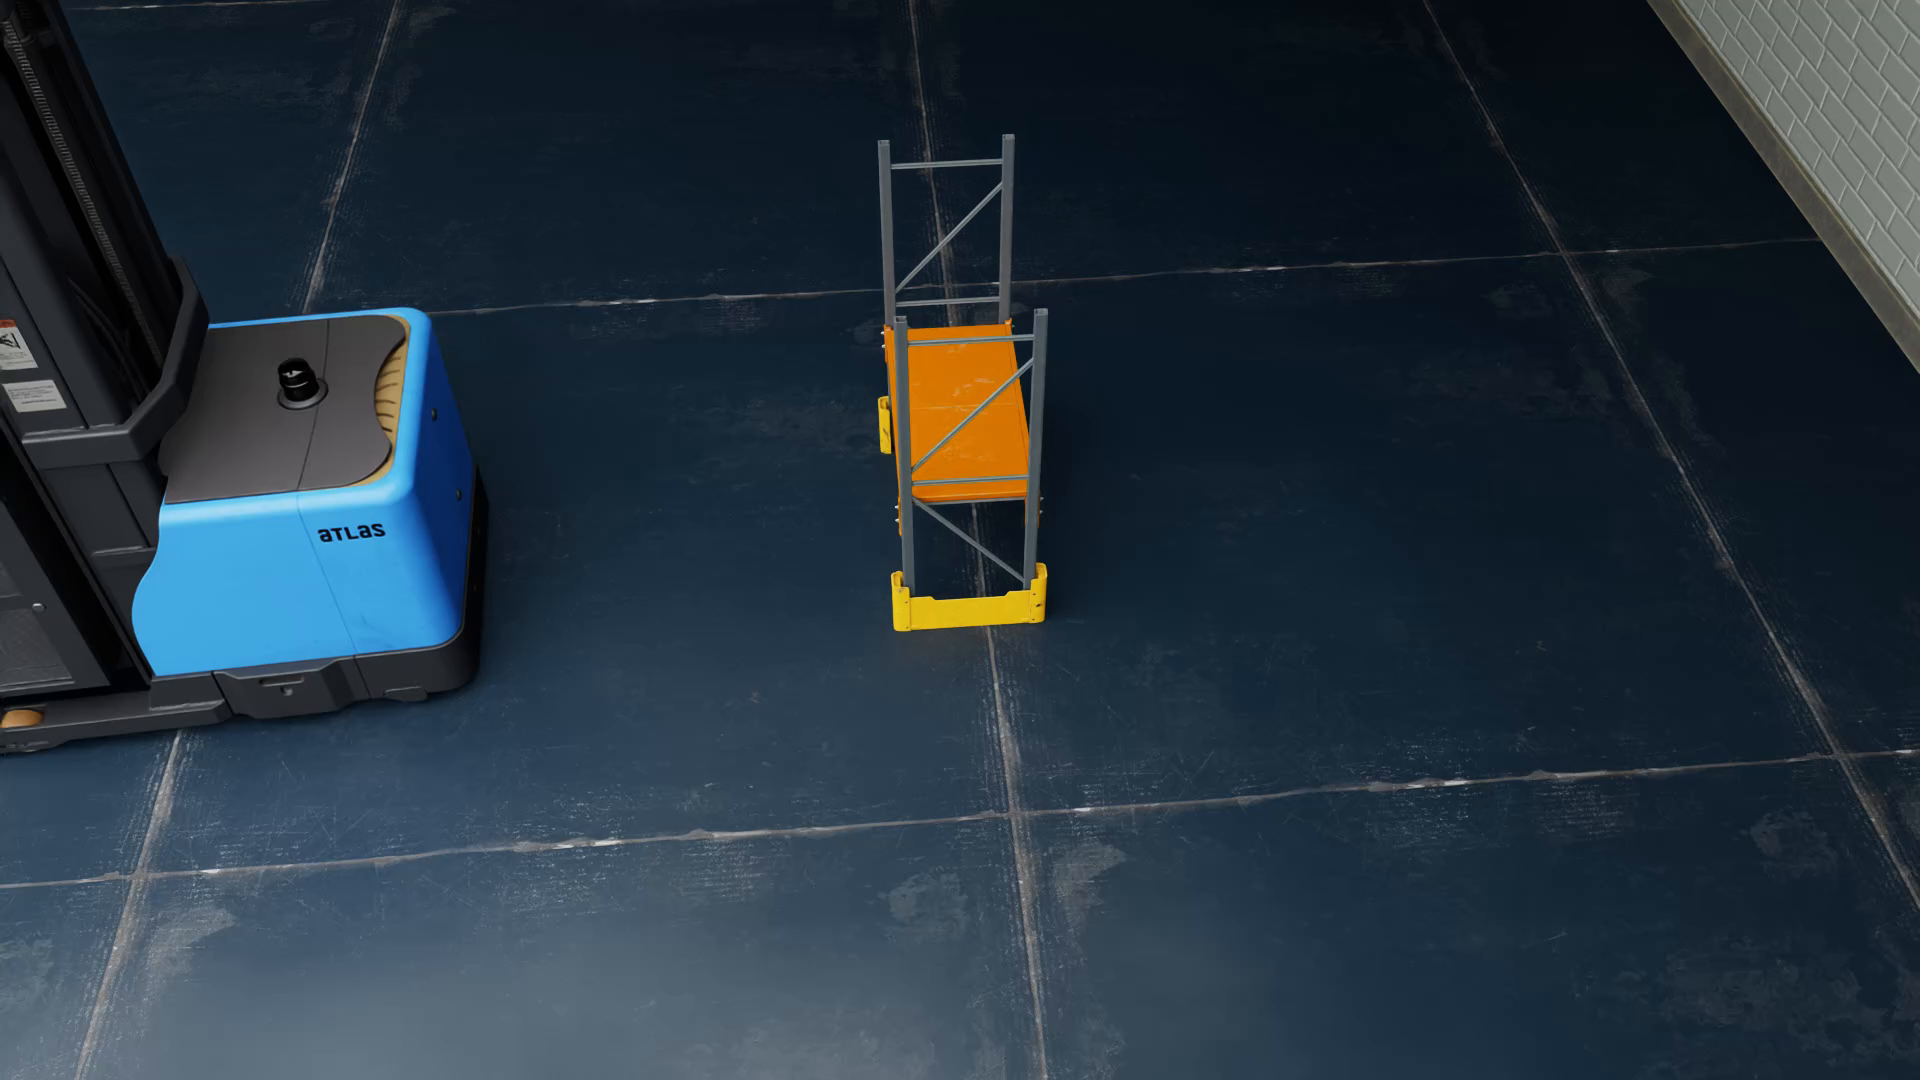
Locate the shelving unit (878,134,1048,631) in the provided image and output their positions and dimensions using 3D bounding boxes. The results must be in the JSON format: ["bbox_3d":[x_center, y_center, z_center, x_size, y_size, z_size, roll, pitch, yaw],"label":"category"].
[{"bbox_3d":[-0.006,-0.571,6.258,0.587,1.500,1.083,-3,47,-3],"label":"shelving unit"}]

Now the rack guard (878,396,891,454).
[{"bbox_3d":[-0.048,-0.501,7.053,0.587,0.250,0.087,-3,47,-3],"label":"rack guard"}]

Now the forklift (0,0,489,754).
[{"bbox_3d":[-3.358,-0.632,5.330,3.031,2.935,1.130,-6,47,-6],"label":"forklift"}]

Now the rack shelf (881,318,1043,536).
[{"bbox_3d":[-0.007,-0.454,6.395,0.538,0.185,1.000,-3,47,-3],"label":"rack shelf"}]

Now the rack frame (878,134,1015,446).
[{"bbox_3d":[-0.050,-0.945,6.612,0.500,1.500,0.032,-3,47,-3],"label":"rack frame"}]

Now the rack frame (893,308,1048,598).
[{"bbox_3d":[0.035,-0.210,5.916,0.500,1.500,0.032,-3,47,-3],"label":"rack frame"}]

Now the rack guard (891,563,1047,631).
[{"bbox_3d":[0.035,0.219,6.370,0.587,0.250,0.087,-3,47,-3],"label":"rack guard"}]
